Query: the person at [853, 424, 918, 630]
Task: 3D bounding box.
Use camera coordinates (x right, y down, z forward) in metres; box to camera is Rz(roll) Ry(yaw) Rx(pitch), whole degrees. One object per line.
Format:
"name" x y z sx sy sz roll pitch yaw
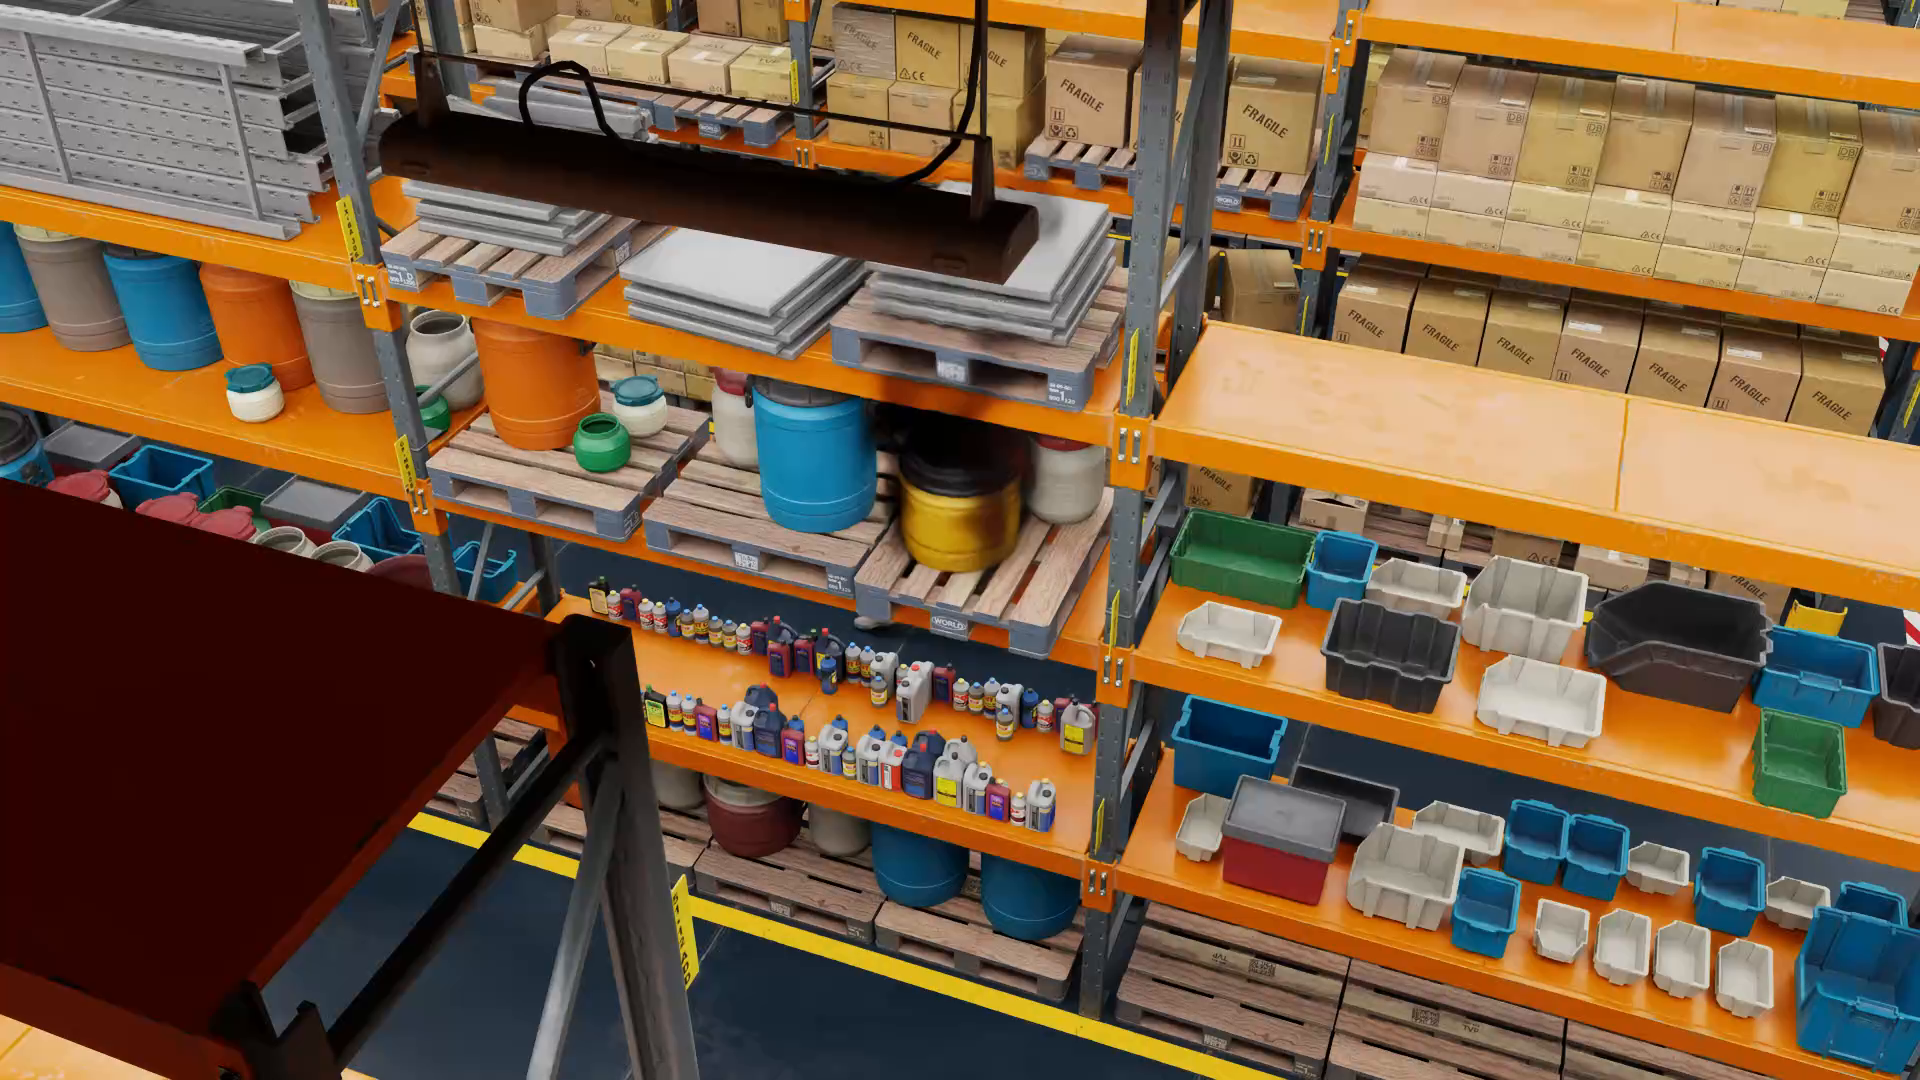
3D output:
"person" -0.337 -0.084 11.968 0.917 1.765 0.701 4 37 5
